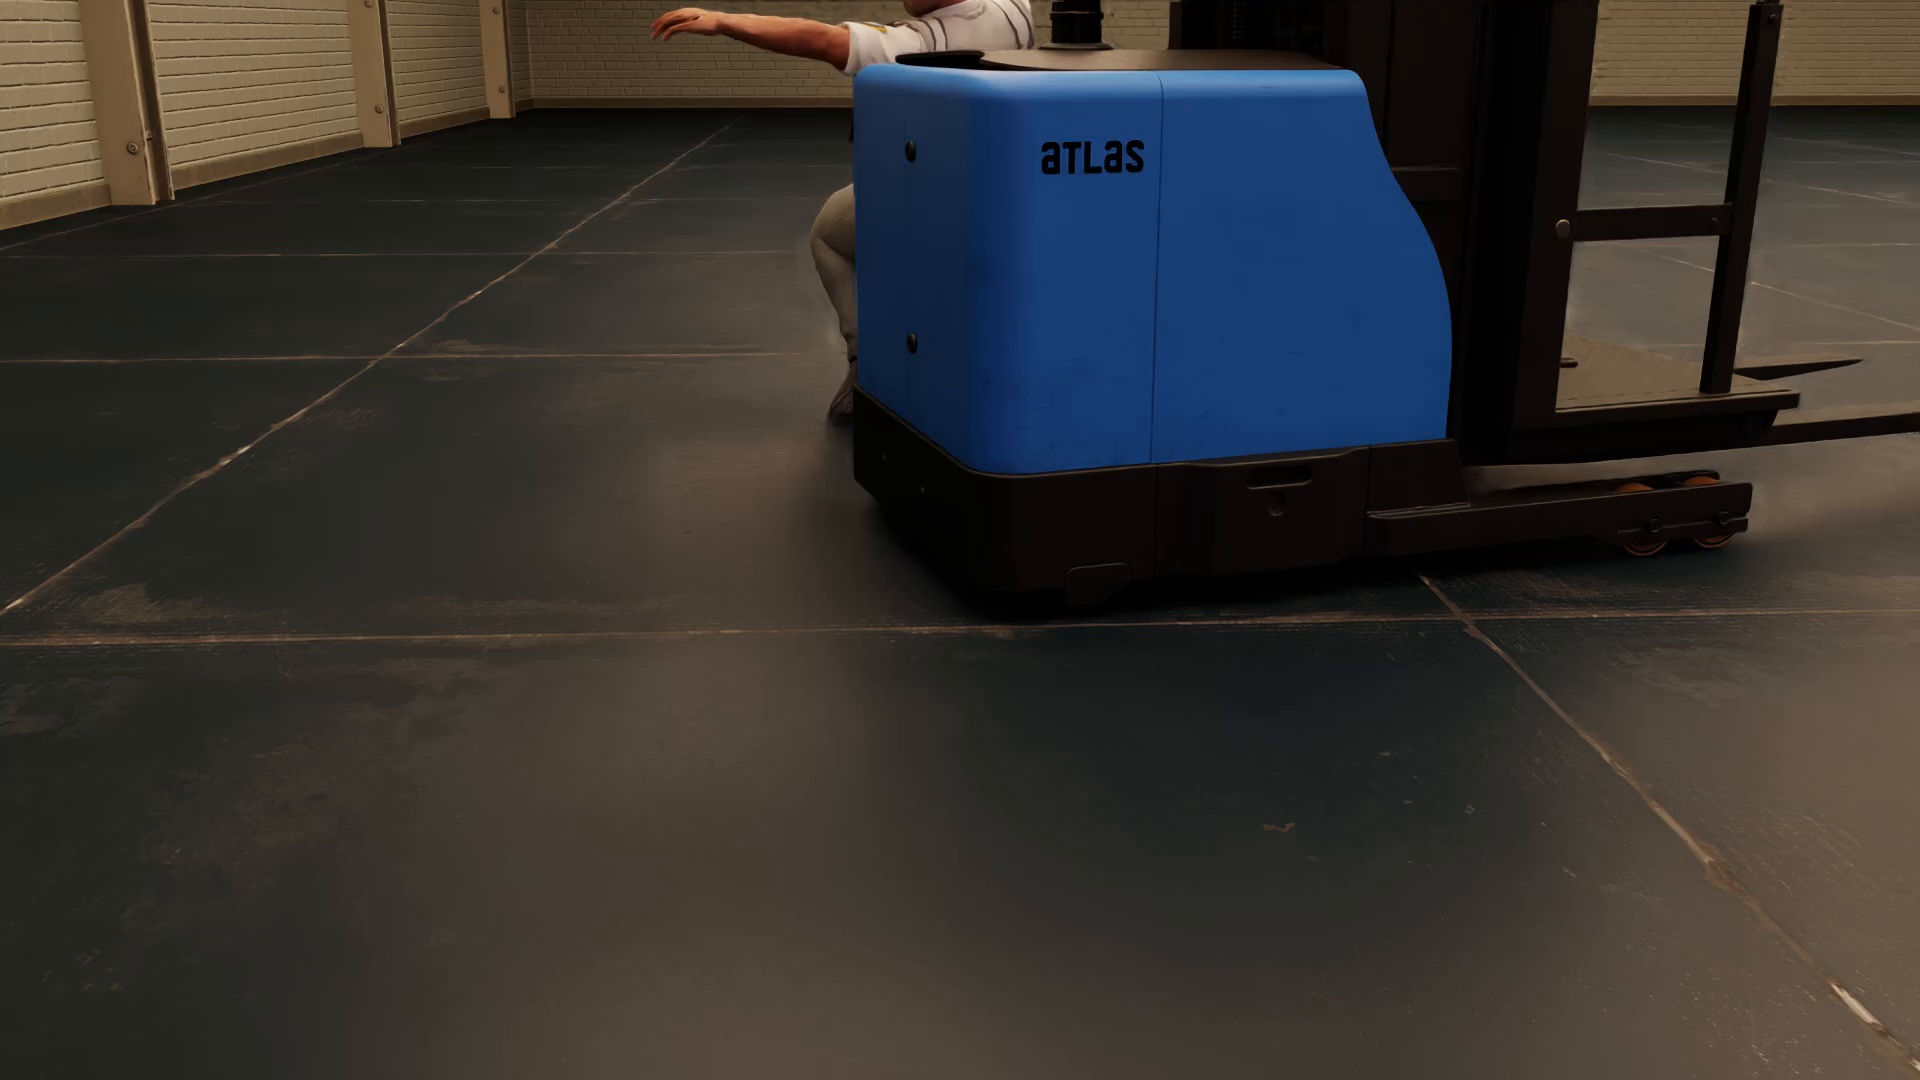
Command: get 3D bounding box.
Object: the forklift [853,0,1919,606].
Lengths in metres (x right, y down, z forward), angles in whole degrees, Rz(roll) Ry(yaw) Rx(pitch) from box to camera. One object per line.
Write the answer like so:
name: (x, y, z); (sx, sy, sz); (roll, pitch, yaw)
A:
forklift: (1.309, -1.505, 3.826); (3.031, 2.935, 1.130); (-6, 18, -18)

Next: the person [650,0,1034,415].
person: (-0.367, -1.042, 4.743); (1.107, 1.601, 0.863); (-6, 18, -20)
